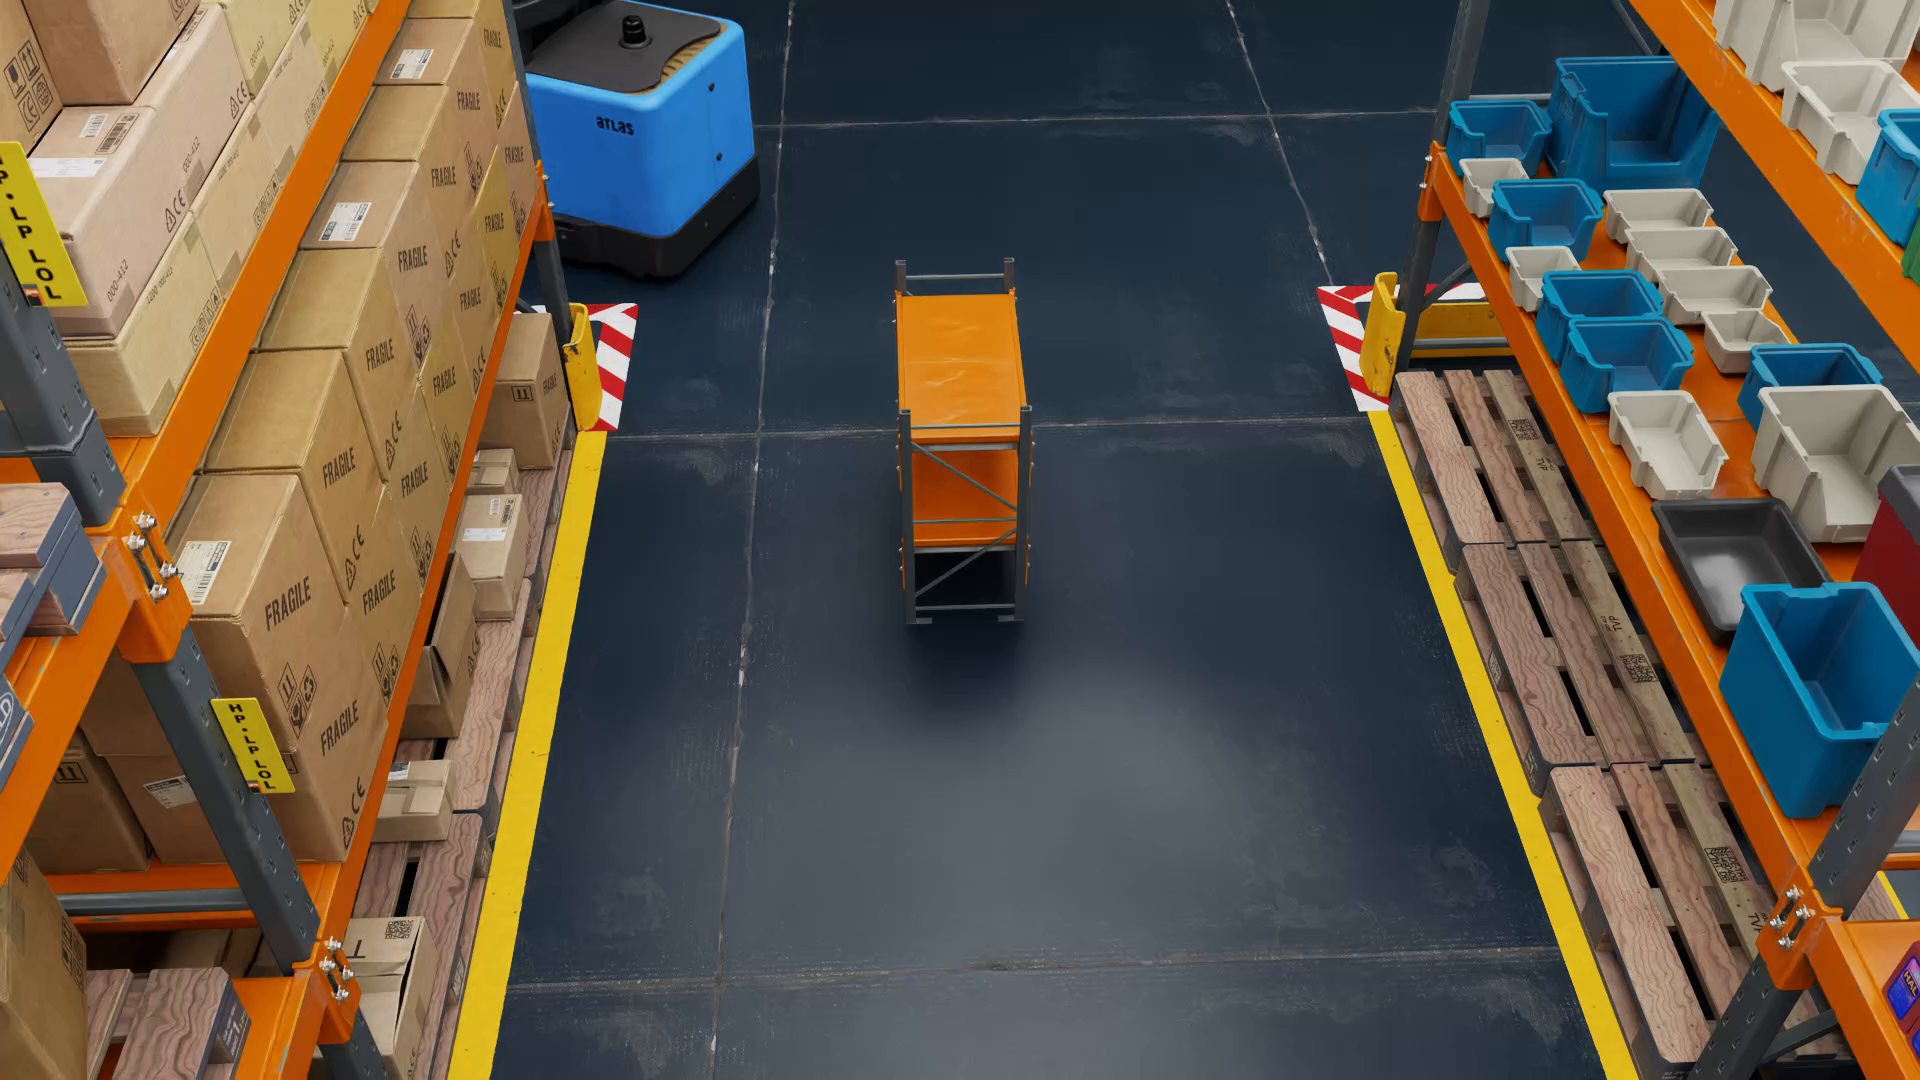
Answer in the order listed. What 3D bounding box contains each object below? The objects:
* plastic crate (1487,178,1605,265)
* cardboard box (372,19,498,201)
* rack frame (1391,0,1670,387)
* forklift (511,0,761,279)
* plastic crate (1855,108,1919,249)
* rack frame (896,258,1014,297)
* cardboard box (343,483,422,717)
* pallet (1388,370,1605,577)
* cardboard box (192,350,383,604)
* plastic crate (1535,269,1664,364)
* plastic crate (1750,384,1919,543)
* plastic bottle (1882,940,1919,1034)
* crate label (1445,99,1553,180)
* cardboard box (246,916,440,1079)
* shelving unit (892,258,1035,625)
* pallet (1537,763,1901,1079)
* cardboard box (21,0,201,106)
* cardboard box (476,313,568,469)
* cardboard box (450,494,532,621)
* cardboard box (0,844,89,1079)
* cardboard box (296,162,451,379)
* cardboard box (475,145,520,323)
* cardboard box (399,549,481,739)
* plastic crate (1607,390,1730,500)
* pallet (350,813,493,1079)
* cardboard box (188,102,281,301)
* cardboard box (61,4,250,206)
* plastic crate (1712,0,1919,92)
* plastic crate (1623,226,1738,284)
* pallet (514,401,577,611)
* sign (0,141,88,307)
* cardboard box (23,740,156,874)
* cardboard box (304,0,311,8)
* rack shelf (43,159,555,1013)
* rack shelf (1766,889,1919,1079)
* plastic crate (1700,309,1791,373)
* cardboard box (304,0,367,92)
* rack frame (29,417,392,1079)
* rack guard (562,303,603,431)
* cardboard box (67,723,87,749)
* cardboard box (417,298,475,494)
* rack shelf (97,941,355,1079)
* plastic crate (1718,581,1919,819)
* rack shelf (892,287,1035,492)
[{"bbox_3d":[2.319,-1.261,6.635,0.416,0.233,0.300,-2,43,-2],"label":"plastic crate"},{"bbox_3d":[-2.024,-1.553,6.060,0.500,0.500,0.500,-1,43,-1],"label":"cardboard box"},{"bbox_3d":[2.609,-1.921,7.275,1.000,3.000,0.127,-2,43,-2],"label":"rack frame"},{"bbox_3d":[-2.698,-3.129,8.644,3.031,2.935,1.130,16,45,17],"label":"forklift"},{"bbox_3d":[2.421,-0.870,4.033,0.416,0.233,0.300,-2,43,-2],"label":"plastic crate"},{"bbox_3d":[-0.022,-0.762,7.399,0.500,1.125,0.032,-2,43,-2],"label":"rack frame"},{"bbox_3d":[-1.944,0.185,4.904,0.500,0.500,0.500,-1,43,-1],"label":"cardboard box"},{"bbox_3d":[2.605,-0.335,7.609,1.003,0.211,1.213,-2,43,-2],"label":"pallet"},{"bbox_3d":[-1.931,-0.161,4.541,0.500,0.500,0.500,-3,43,-3],"label":"cardboard box"},{"bbox_3d":[2.347,-0.816,6.150,0.416,0.233,0.300,-2,43,-2],"label":"plastic crate"},{"bbox_3d":[2.898,-0.235,5.480,0.437,0.282,0.530,-2,43,-2],"label":"plastic crate"},{"bbox_3d":[2.368,1.082,4.085,0.061,0.283,0.133,-2,43,-2],"label":"plastic bottle"},{"bbox_3d":[2.291,-1.705,7.120,0.416,0.233,0.303,-2,43,-2],"label":"crate label"},{"bbox_3d":[-1.972,1.458,5.253,0.500,0.311,0.500,-2,43,-2],"label":"cardboard box"},{"bbox_3d":[0.000,-0.419,7.025,0.538,1.125,1.048,-2,43,-2],"label":"shelving unit"},{"bbox_3d":[2.709,1.312,5.812,1.003,0.211,1.213,-2,43,-2],"label":"pallet"},{"bbox_3d":[-2.108,-1.261,3.522,0.700,0.500,0.500,-2,43,-2],"label":"cardboard box"},{"bbox_3d":[-2.071,-0.662,7.426,0.500,0.500,0.500,-2,43,-2],"label":"cardboard box"},{"bbox_3d":[-2.060,0.072,6.810,0.500,0.250,0.500,-2,43,-2],"label":"cardboard box"},{"bbox_3d":[-2.373,1.054,3.646,0.700,0.500,0.500,-15,45,-16],"label":"cardboard box"},{"bbox_3d":[-1.976,-0.857,5.300,0.500,0.500,0.500,0,43,0],"label":"cardboard box"},{"bbox_3d":[-2.023,-1.173,6.386,0.500,0.500,0.500,-1,43,-1],"label":"cardboard box"},{"bbox_3d":[-2.255,0.409,6.256,0.797,0.503,0.637,-2,43,-2],"label":"cardboard box"},{"bbox_3d":[2.405,-0.312,5.671,0.293,0.136,0.466,-2,43,-2],"label":"plastic crate"},{"bbox_3d":[-2.198,1.483,5.625,1.003,0.211,1.213,-2,43,-2],"label":"pallet"},{"bbox_3d":[-1.961,-0.804,3.948,0.500,0.250,0.500,-2,43,-2],"label":"cardboard box"},{"bbox_3d":[-1.966,-0.989,3.779,0.500,0.250,0.500,-2,43,-2],"label":"cardboard box"},{"bbox_3d":[2.395,-1.478,4.660,0.437,0.282,0.530,-2,43,-2],"label":"plastic crate"},{"bbox_3d":[2.822,-1.104,6.535,0.396,0.136,0.243,-2,43,-2],"label":"plastic crate"},{"bbox_3d":[-2.302,-0.164,7.422,1.003,0.211,1.213,-2,43,-2],"label":"pallet"},{"bbox_3d":[-1.616,-0.541,2.876,0.100,0.325,0.005,-2,43,-2],"label":"sign"},{"bbox_3d":[-2.448,0.552,4.503,0.500,0.500,0.500,-1,43,-1],"label":"cardboard box"},{"bbox_3d":[-1.997,-1.664,4.516,0.500,0.250,0.500,-2,43,-2],"label":"cardboard box"},{"bbox_3d":[-2.255,-0.166,5.893,1.077,0.370,4.000,-2,43,-2],"label":"rack shelf"},{"bbox_3d":[2.864,2.395,3.099,1.077,0.370,4.000,-2,43,-2],"label":"rack shelf"},{"bbox_3d":[2.890,-0.718,6.114,0.298,0.136,0.250,-2,43,-2],"label":"plastic crate"},{"bbox_3d":[-2.005,-1.479,4.685,0.500,0.250,0.500,-2,43,-2],"label":"cardboard box"},{"bbox_3d":[-2.170,0.919,4.177,1.000,3.000,0.127,-2,43,-2],"label":"rack frame"},{"bbox_3d":[-2.337,-0.809,7.912,1.175,0.500,0.348,-2,43,-2],"label":"rack guard"},{"bbox_3d":[-2.450,0.180,4.170,0.500,0.500,0.500,-1,43,-2],"label":"cardboard box"},{"bbox_3d":[-1.987,-0.496,5.647,0.500,0.500,0.500,-2,43,-2],"label":"cardboard box"},{"bbox_3d":[-2.085,2.534,2.947,1.077,0.370,4.000,-2,43,-2],"label":"rack shelf"},{"bbox_3d":[2.418,0.458,4.648,0.392,0.384,0.575,-2,43,-2],"label":"plastic crate"},{"bbox_3d":[0.000,-0.635,6.827,0.538,0.278,1.000,-2,43,-2],"label":"rack shelf"}]
